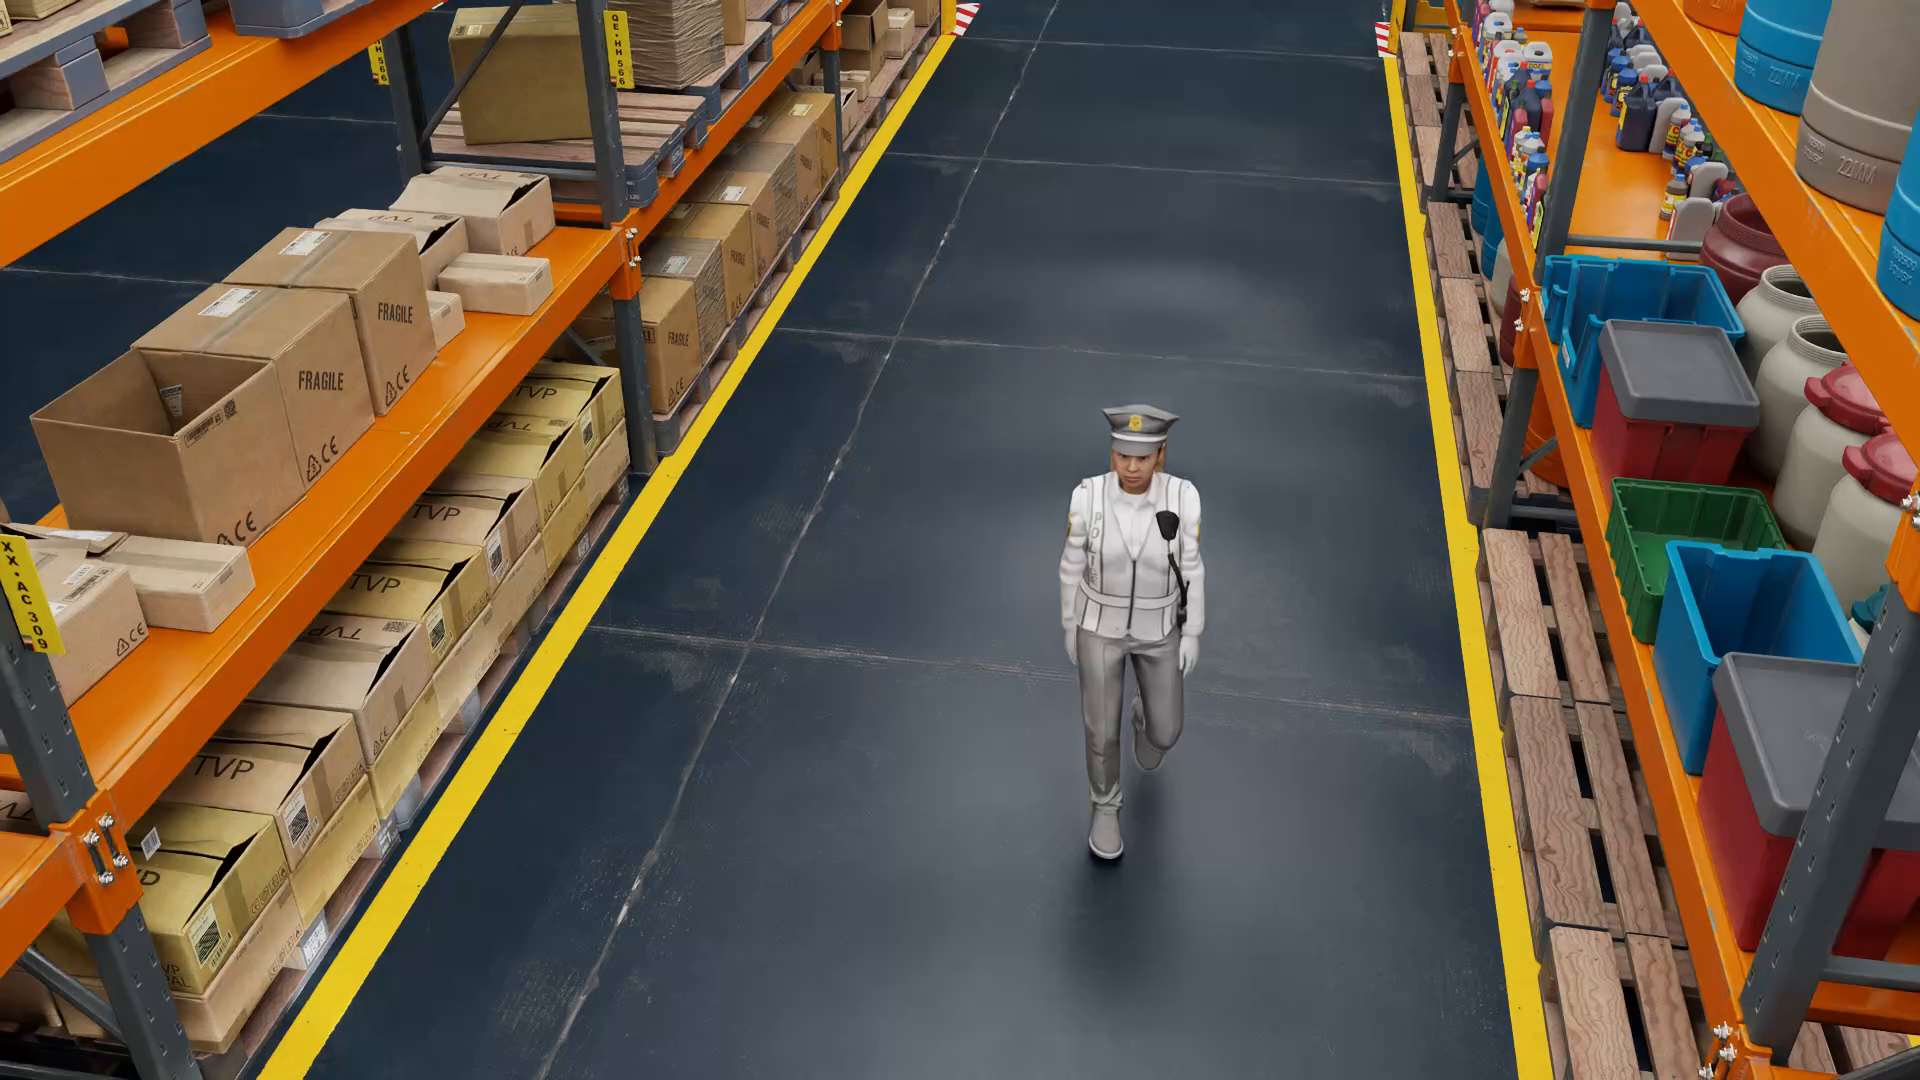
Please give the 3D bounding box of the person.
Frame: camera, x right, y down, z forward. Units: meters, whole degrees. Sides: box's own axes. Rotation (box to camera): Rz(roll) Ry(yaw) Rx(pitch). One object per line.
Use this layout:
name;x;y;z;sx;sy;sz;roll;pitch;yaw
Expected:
person;0.576;0.272;5.639;0.493;1.677;0.585;2;33;3
